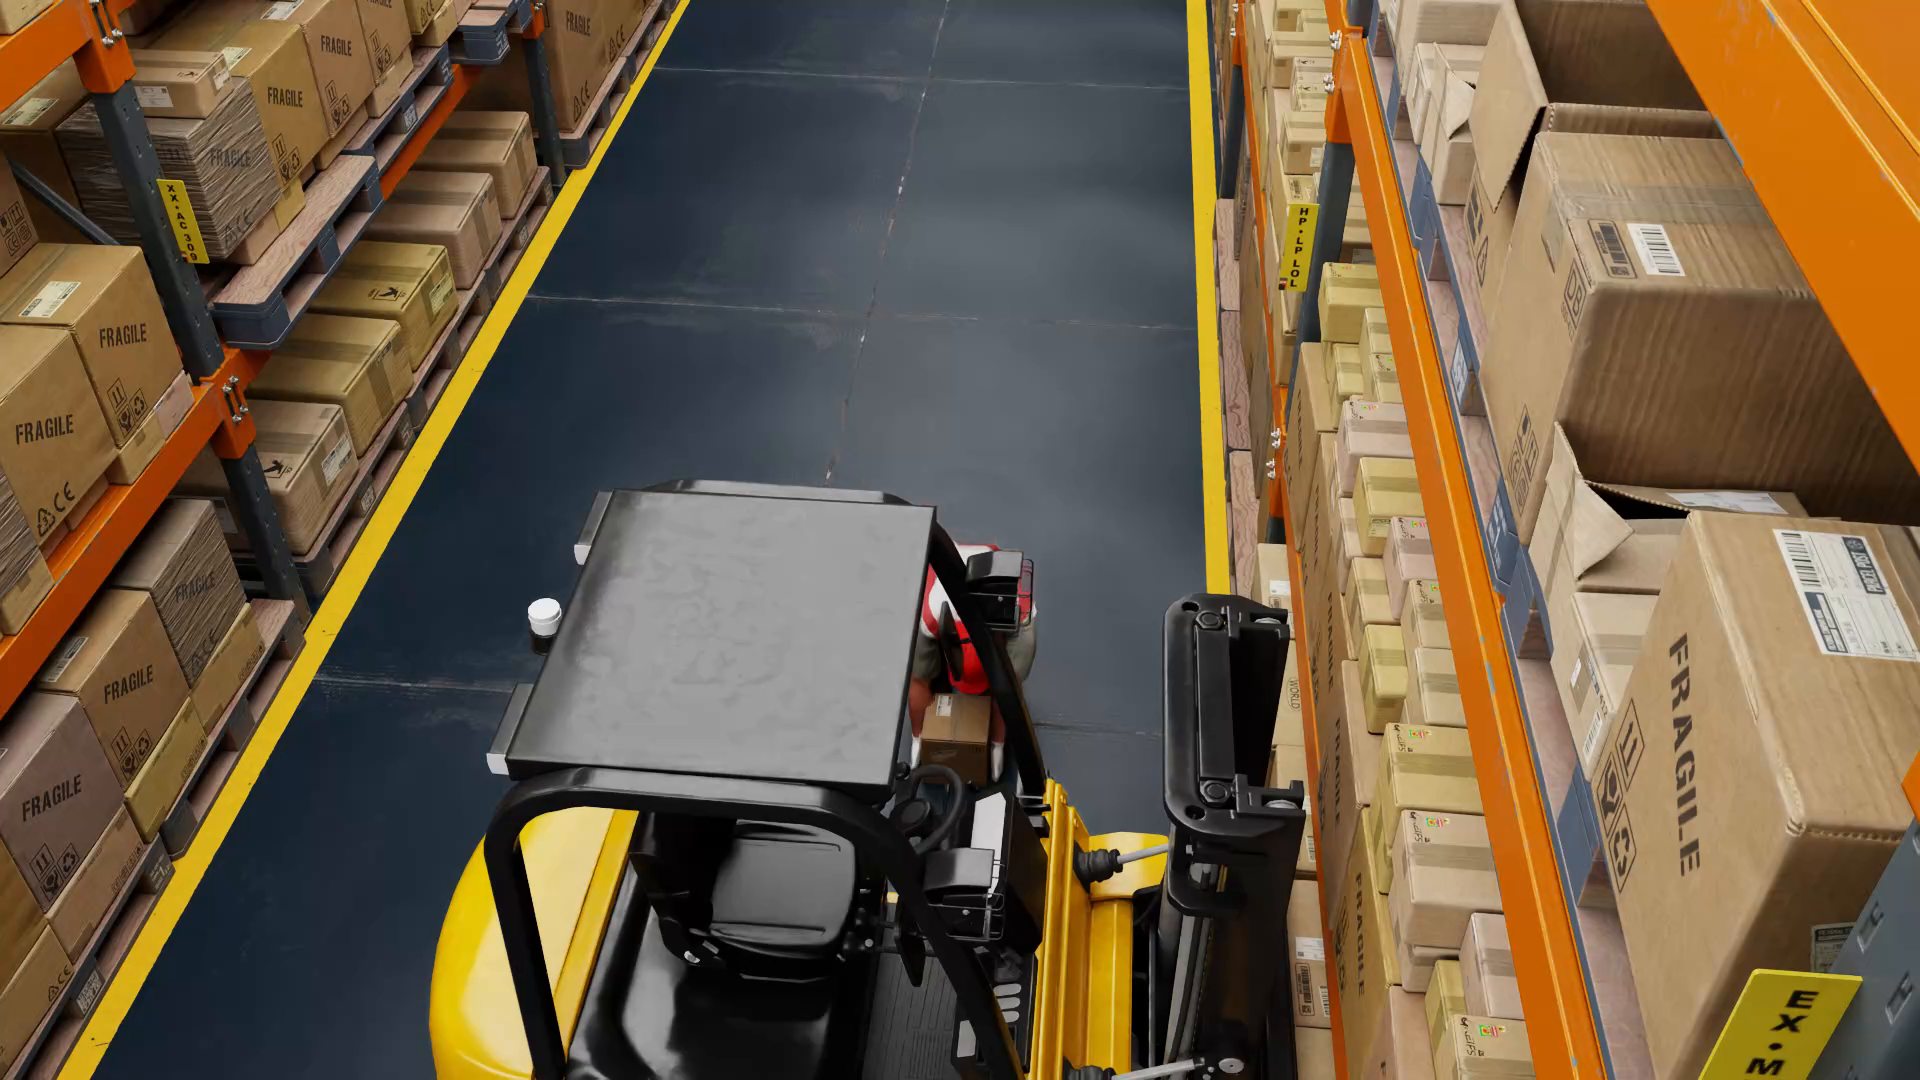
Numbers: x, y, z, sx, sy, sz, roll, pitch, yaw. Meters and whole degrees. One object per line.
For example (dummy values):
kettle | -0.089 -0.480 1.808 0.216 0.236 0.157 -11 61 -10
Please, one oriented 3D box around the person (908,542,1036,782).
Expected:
person | 0.028 0.424 6.475 0.540 0.876 0.915 3 40 4
